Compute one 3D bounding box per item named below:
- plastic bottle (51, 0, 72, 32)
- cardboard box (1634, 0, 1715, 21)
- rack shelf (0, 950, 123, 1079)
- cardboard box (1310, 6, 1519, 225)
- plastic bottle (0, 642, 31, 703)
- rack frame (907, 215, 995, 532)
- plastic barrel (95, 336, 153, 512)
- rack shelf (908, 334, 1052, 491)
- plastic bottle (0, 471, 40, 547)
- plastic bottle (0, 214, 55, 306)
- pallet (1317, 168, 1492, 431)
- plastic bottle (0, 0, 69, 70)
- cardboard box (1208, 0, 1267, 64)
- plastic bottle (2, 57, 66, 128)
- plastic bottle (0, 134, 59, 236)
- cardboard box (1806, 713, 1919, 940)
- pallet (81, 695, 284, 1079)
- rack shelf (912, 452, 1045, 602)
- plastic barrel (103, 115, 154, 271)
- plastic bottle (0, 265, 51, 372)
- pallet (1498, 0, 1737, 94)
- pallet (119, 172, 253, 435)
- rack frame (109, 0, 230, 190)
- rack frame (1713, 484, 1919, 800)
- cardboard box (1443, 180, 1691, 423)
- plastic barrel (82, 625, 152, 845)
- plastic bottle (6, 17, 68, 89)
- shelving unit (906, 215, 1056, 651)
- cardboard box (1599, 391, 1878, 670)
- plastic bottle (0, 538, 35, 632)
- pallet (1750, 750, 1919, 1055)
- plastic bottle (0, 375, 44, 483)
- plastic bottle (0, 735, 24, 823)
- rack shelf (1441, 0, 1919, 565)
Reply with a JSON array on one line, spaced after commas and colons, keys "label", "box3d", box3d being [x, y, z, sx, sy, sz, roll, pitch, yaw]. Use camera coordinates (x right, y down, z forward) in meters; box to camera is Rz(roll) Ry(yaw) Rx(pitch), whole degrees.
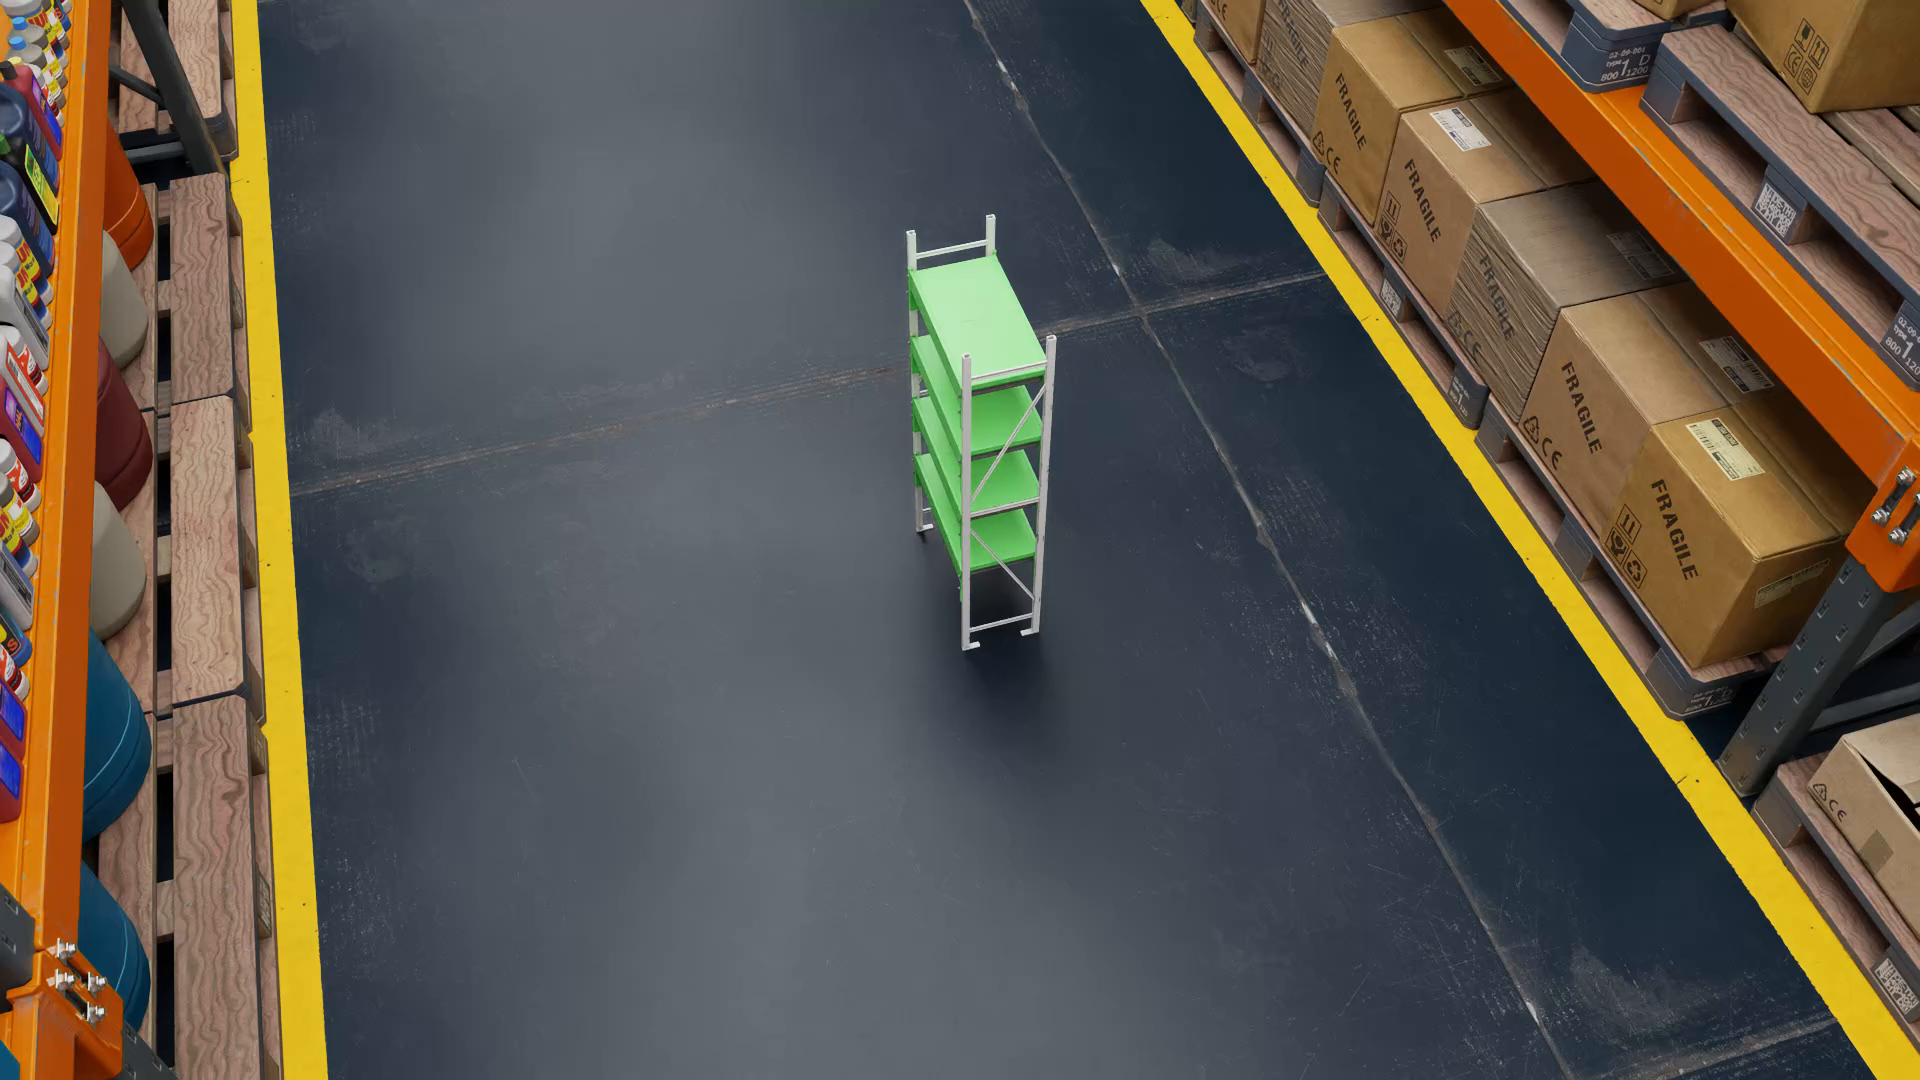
[{"label": "plastic bottle", "box3d": [-2.613, -1.565, 4.692, 0.097, 0.271, 0.097, 0, 50, 0]}, {"label": "cardboard box", "box3d": [2.051, -1.845, 4.503, 0.700, 0.500, 0.500, -25, 54, -20]}, {"label": "rack shelf", "box3d": [-1.509, 2.409, 1.728, 1.077, 0.370, 4.000, -13, 51, -11]}, {"label": "cardboard box", "box3d": [1.615, -1.512, 5.910, 0.500, 0.500, 0.500, -14, 51, -11]}, {"label": "plastic bottle", "box3d": [-1.892, 0.239, 3.217, 0.097, 0.201, 0.097, 0, 50, 0]}, {"label": "rack frame", "box3d": [-0.023, -0.444, 4.840, 0.240, 1.200, 0.015, -13, 51, -11]}, {"label": "plastic barrel", "box3d": [-2.788, -0.385, 4.915, 0.600, 0.588, 0.708, -13, 51, -11]}, {"label": "rack shelf", "box3d": [0.049, -0.379, 4.555, 0.258, 0.148, 0.480, -13, 51, -11]}, {"label": "plastic bottle", "box3d": [-2.018, -0.073, 3.479, 0.097, 0.201, 0.097, 0, 50, 0]}, {"label": "plastic bottle", "box3d": [-2.252, -0.674, 3.940, 0.097, 0.271, 0.097, 0, 50, 0]}, {"label": "pallet", "box3d": [1.992, -0.980, 5.938, 1.003, 0.211, 1.213, -13, 51, -11]}, {"label": "plastic bottle", "box3d": [-2.556, -1.423, 4.572, 0.097, 0.271, 0.097, 0, 50, 0]}, {"label": "cardboard box", "box3d": [1.311, -2.261, 6.541, 0.500, 0.500, 0.500, -11, 51, -9]}, {"label": "plastic bottle", "box3d": [-2.470, -1.187, 4.419, 0.097, 0.201, 0.097, 0, 50, 0]}, {"label": "plastic bottle", "box3d": [-2.324, -0.901, 4.124, 0.061, 0.283, 0.133, -13, 51, -11]}, {"label": "cardboard box", "box3d": [2.550, 0.680, 4.186, 0.500, 0.311, 0.500, -13, 51, -11]}, {"label": "pallet", "box3d": [-2.289, 1.043, 4.233, 1.003, 0.211, 1.213, -13, 51, -11]}, {"label": "rack shelf", "box3d": [0.049, -0.070, 4.922, 0.258, 0.148, 0.480, -13, 51, -11]}, {"label": "plastic barrel", "box3d": [-3.122, -1.287, 5.518, 0.600, 0.830, 0.708, -13, 51, -11]}, {"label": "plastic bottle", "box3d": [-2.216, -0.513, 3.802, 0.152, 0.276, 0.135, -13, 51, -11]}, {"label": "pallet", "box3d": [2.029, -1.841, 4.965, 1.003, 0.211, 1.213, -13, 51, -11]}, {"label": "pallet", "box3d": [-3.010, -0.740, 5.735, 1.003, 0.211, 1.213, -13, 51, -11]}, {"label": "rack frame", "box3d": [-3.283, -2.205, 5.147, 1.000, 3.000, 0.127, -13, 51, -11]}, {"label": "rack frame", "box3d": [2.633, -0.401, 3.626, 1.000, 3.000, 0.127, -13, 51, -11]}, {"label": "cardboard box", "box3d": [1.927, -0.762, 5.277, 0.500, 0.500, 0.500, -13, 51, -11]}, {"label": "plastic barrel", "box3d": [-2.454, 0.339, 4.100, 0.600, 0.901, 0.708, -13, 51, -11]}, {"label": "plastic bottle", "box3d": [-2.527, -1.329, 4.539, 0.097, 0.201, 0.097, 0, 50, 0]}, {"label": "shelving unit", "box3d": [0.049, -0.266, 4.689, 0.258, 1.200, 0.503, -13, 51, -11]}, {"label": "cardboard box", "box3d": [2.213, -0.032, 4.662, 0.500, 0.500, 0.500, -14, 51, -11]}, {"label": "plastic bottle", "box3d": [-1.981, 0.065, 3.314, 0.152, 0.276, 0.135, -13, 51, -11]}, {"label": "pallet", "box3d": [2.835, 1.000, 4.269, 1.003, 0.211, 1.213, -13, 51, -11]}, {"label": "plastic bottle", "box3d": [-2.064, -0.259, 3.582, 0.061, 0.283, 0.133, -13, 51, -11]}, {"label": "plastic bottle", "box3d": [-1.801, 0.390, 3.036, 0.061, 0.283, 0.133, -13, 51, -11]}, {"label": "rack shelf", "box3d": [2.041, -1.629, 5.132, 1.077, 0.370, 4.000, -13, 51, -11]}]
